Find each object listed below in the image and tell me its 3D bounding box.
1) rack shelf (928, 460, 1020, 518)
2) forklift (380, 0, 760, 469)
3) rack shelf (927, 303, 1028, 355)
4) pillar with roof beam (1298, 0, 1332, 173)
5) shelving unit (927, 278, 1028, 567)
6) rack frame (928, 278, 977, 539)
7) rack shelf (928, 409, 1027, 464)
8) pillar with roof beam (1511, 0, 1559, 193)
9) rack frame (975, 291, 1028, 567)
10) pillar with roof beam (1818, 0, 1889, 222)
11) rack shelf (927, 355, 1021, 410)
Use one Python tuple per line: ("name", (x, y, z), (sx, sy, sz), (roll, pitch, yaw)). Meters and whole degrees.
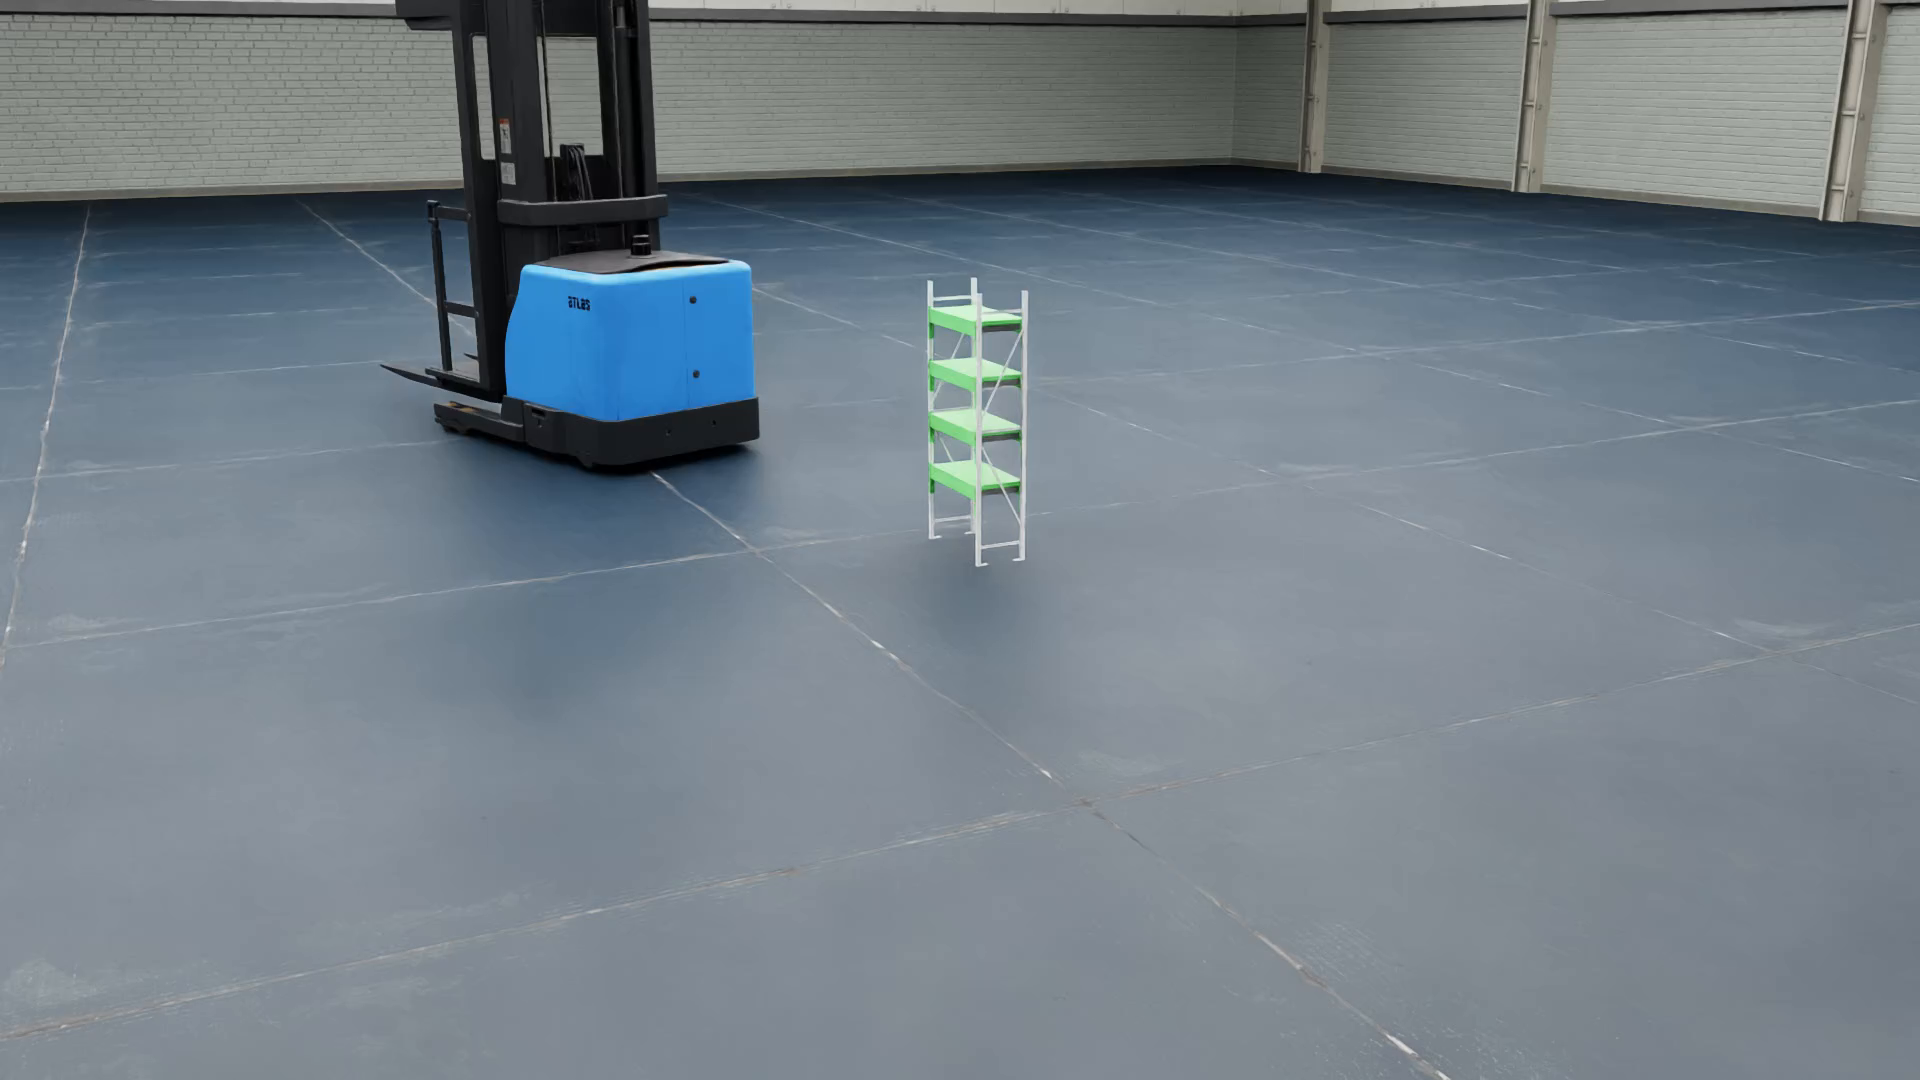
("rack shelf", (0.073, -0.244, 7.526), (0.258, 0.148, 0.480), (-8, 18, -25))
("forklift", (-2.540, -2.124, 9.840), (1.130, 2.935, 3.031), (-15, 22, -42))
("rack shelf", (0.073, -0.936, 7.327), (0.258, 0.148, 0.480), (-8, 18, -25))
("pillar with roof beam", (3.244, -11.281, 30.749), (9.100, 9.000, 0.400), (-8, 18, -25))
("shelving unit", (0.073, -0.536, 7.442), (0.258, 1.200, 0.503), (-8, 18, -25))
("rack frame", (-0.034, -0.596, 7.653), (0.240, 1.200, 0.015), (-8, 18, -25))
("rack shelf", (0.073, -0.474, 7.460), (0.258, 0.148, 0.480), (-8, 18, -25))
("pillar with roof beam", (5.872, -9.794, 25.565), (9.100, 9.000, 0.400), (-8, 18, -25))
("rack frame", (0.179, -0.475, 7.231), (0.240, 1.200, 0.015), (-8, 18, -25))
("pillar with roof beam", (8.501, -8.306, 20.380), (9.100, 9.000, 0.400), (-8, 18, -25))
("rack shelf", (0.073, -0.705, 7.394), (0.258, 0.148, 0.480), (-8, 18, -25))
